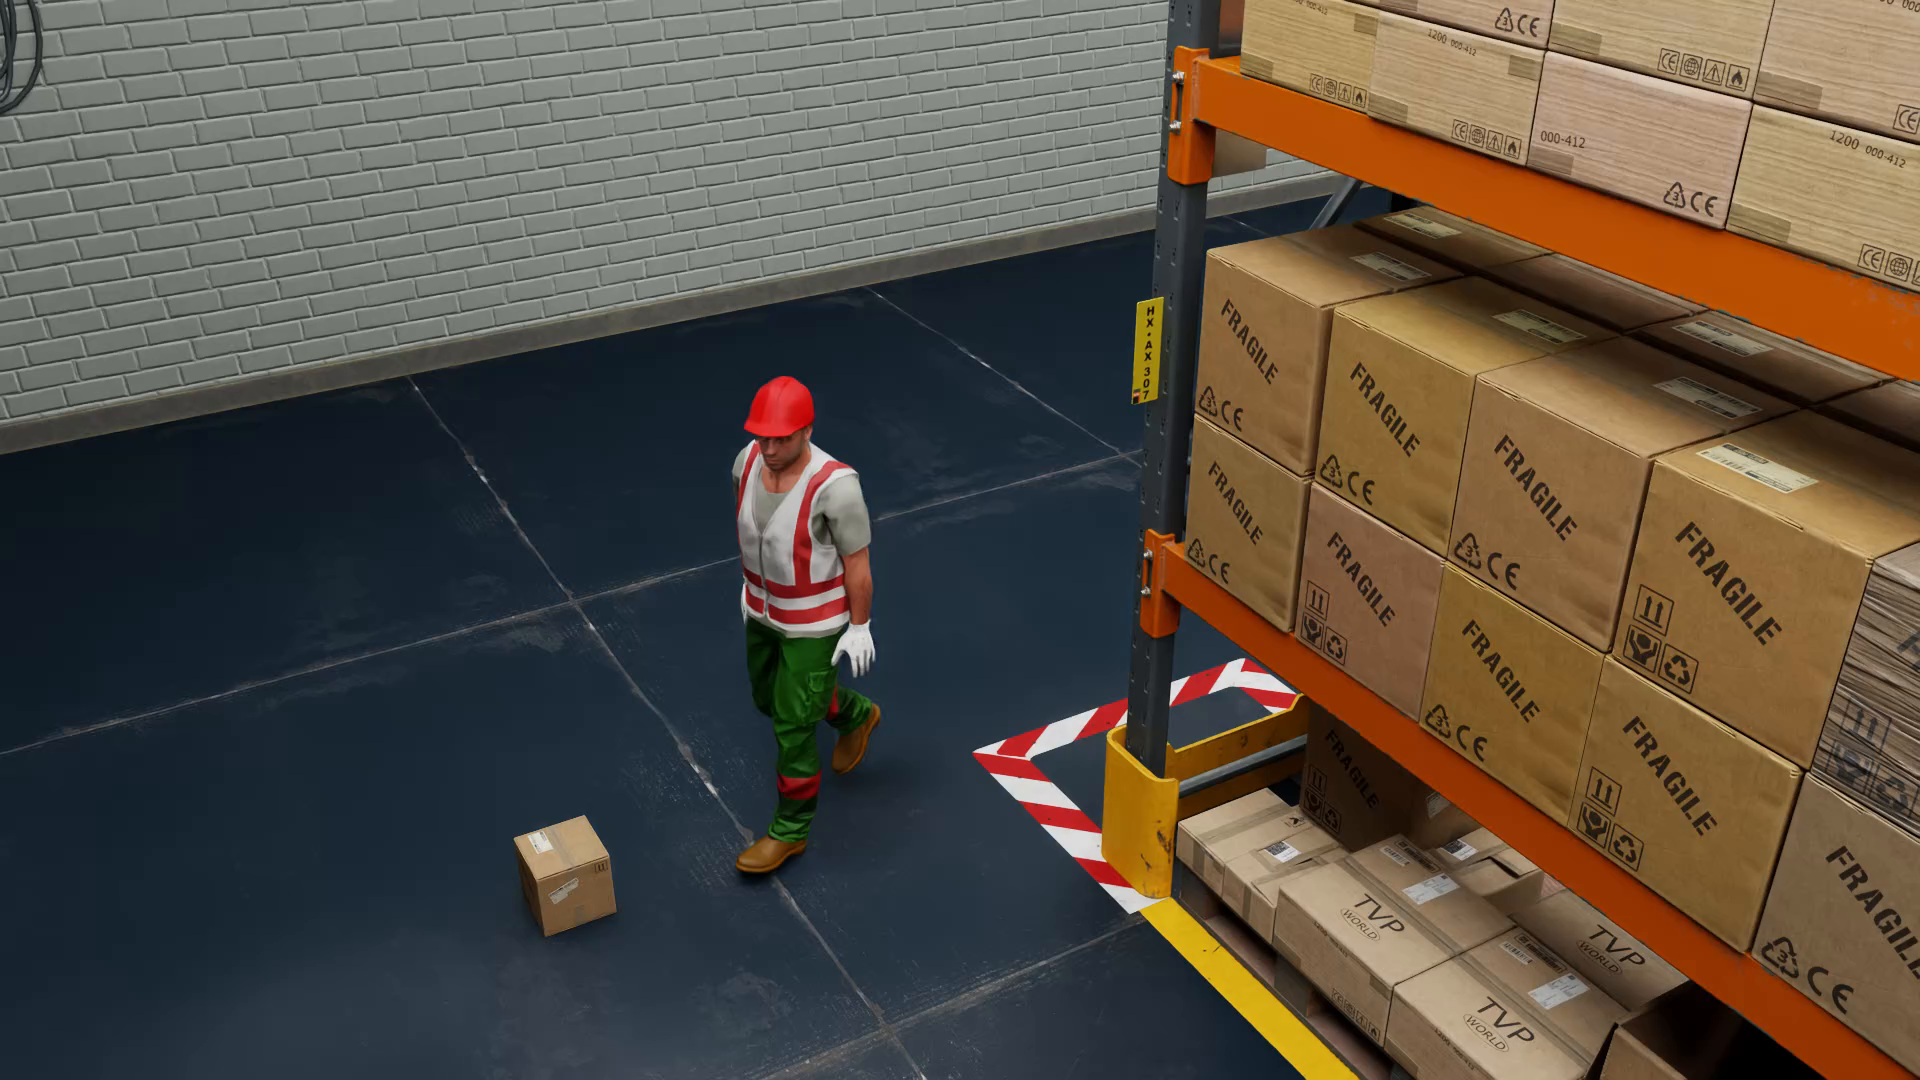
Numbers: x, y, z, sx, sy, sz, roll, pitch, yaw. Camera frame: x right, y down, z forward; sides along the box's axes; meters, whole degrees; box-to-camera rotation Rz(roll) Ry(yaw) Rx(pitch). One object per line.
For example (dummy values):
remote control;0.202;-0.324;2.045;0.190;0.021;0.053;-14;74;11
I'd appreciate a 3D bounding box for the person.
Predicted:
person;-0.540;0.239;5.671;0.581;1.777;0.835;24;37;37
